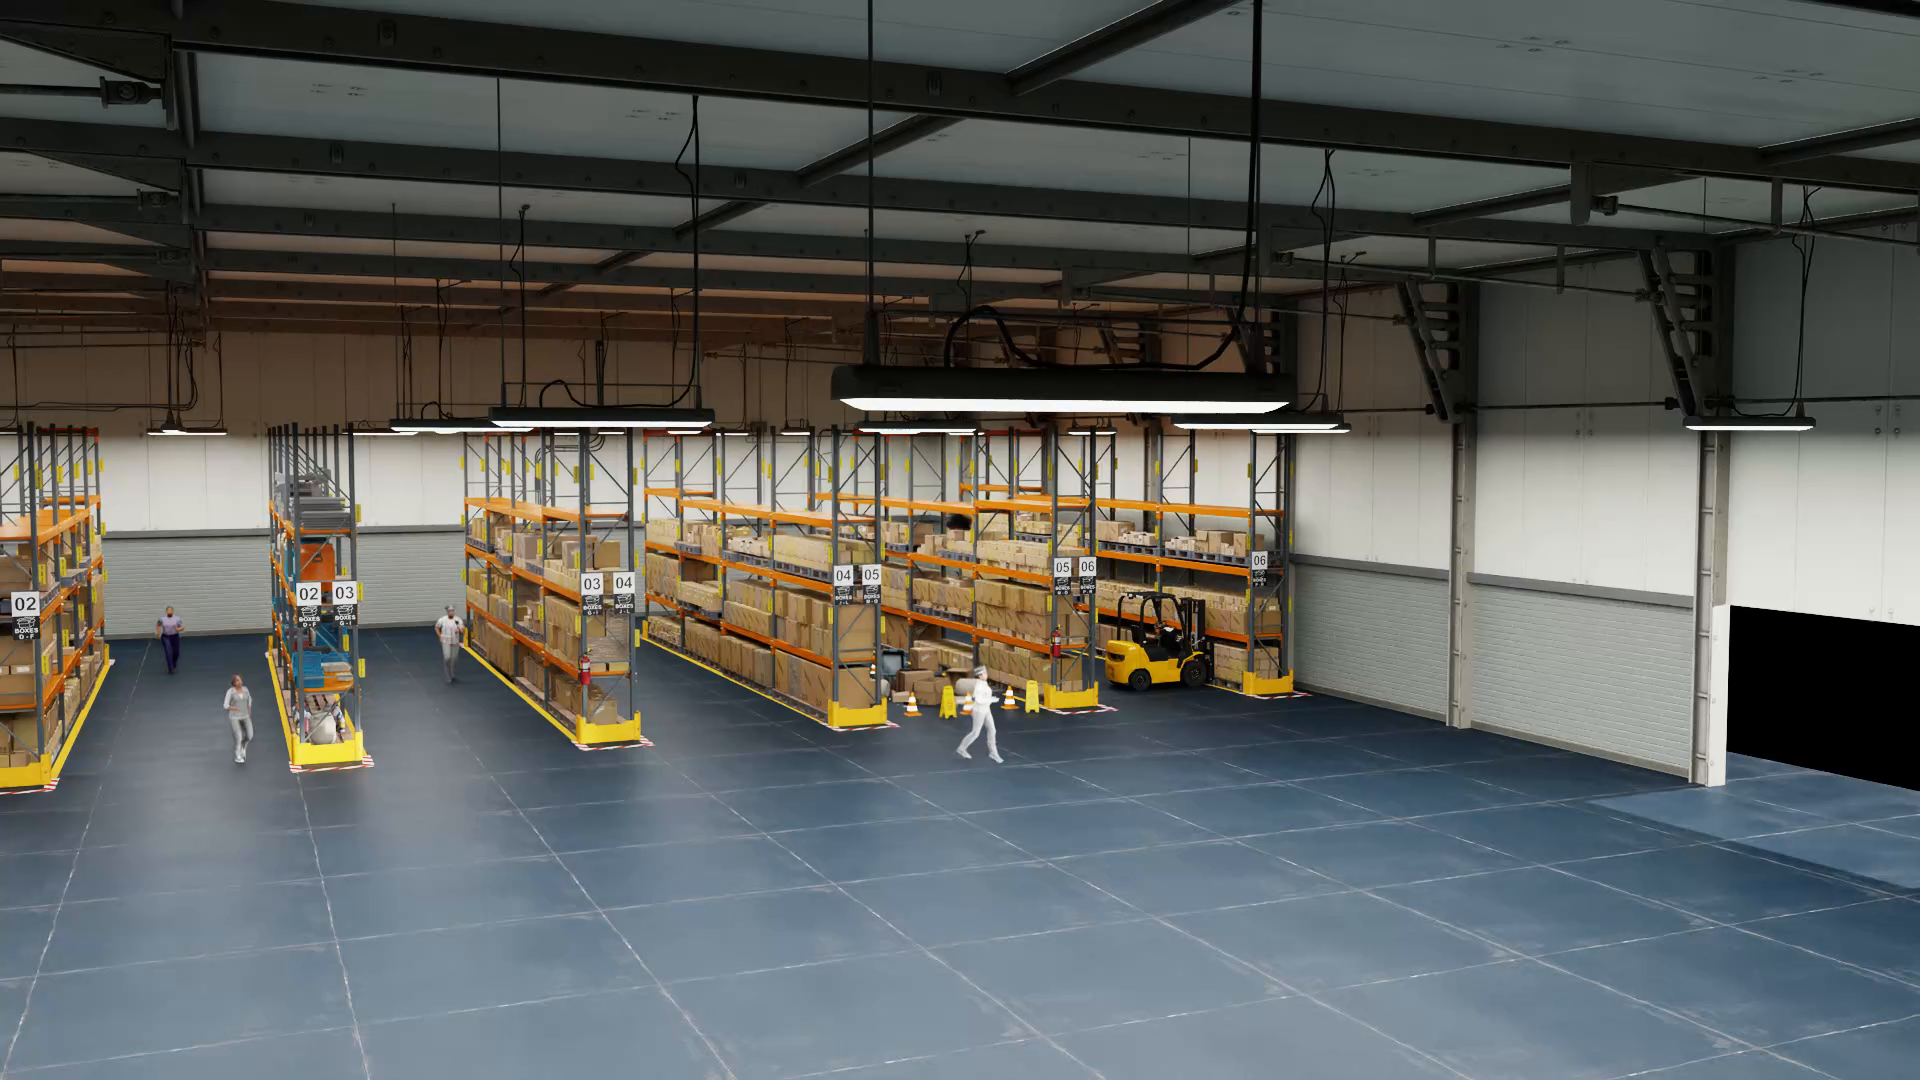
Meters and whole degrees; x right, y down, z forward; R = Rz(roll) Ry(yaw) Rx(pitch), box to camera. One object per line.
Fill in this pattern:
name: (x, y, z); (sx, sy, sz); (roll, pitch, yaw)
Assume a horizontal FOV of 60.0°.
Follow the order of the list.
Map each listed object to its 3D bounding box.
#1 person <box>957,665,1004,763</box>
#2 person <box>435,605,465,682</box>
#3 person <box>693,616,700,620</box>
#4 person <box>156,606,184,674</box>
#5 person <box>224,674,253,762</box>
person: (0.350, 3.077, 29.382); (0.839, 1.742, 0.603); (1, 4, 19)
person: (-12.040, 2.452, 39.322); (0.642, 1.855, 0.719); (-2, 4, -26)
person: (-7.657, 1.909, 49.094); (0.637, 1.701, 0.644); (3, 4, 37)
person: (-19.251, 2.421, 40.559); (0.610, 1.626, 0.855); (-2, 4, -30)
person: (-12.662, 3.146, 29.284); (0.525, 1.556, 0.532); (-3, 5, -43)
